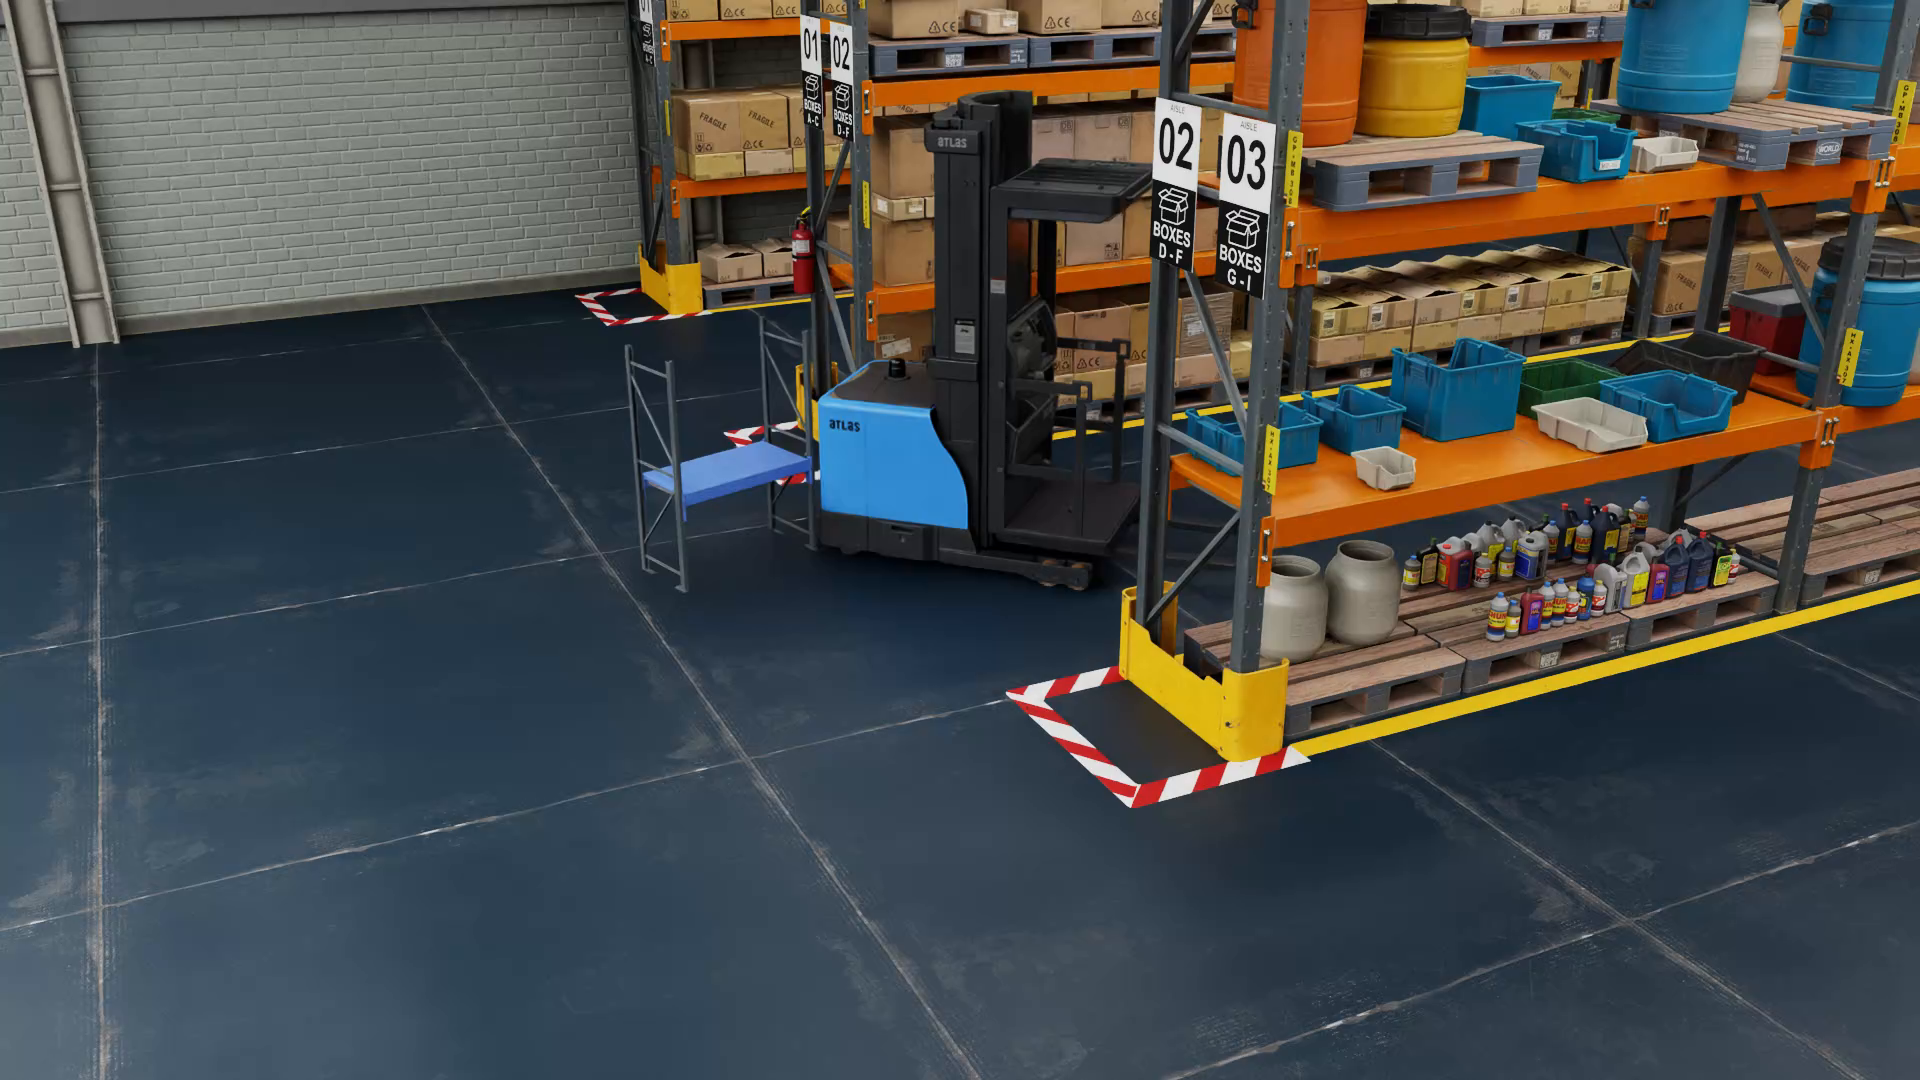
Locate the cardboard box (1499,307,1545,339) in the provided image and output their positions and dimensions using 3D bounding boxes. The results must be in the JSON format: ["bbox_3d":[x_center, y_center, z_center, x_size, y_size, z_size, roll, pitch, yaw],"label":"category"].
[{"bbox_3d":[5.018,-2.060,15.350,0.500,0.250,0.500,-10,24,-22],"label":"cardboard box"}]

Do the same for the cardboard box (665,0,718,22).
[{"bbox_3d":[-2.647,-5.267,15.973,0.500,0.500,0.500,-10,24,-22],"label":"cardboard box"}]

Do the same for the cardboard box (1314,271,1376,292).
[{"bbox_3d":[3.406,-2.250,15.077,0.500,0.311,0.500,-10,24,-22],"label":"cardboard box"}]

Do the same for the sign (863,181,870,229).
[{"bbox_3d":[-0.670,-2.394,11.876,0.005,0.325,0.100,-10,25,-24],"label":"sign"}]

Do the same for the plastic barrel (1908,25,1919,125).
[{"bbox_3d":[5.797,-2.991,9.976,0.600,0.901,0.600,0,22,0],"label":"plastic barrel"}]

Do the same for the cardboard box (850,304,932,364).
[{"bbox_3d":[-0.551,-1.611,13.286,0.500,0.500,0.500,-10,25,-24],"label":"cardboard box"}]

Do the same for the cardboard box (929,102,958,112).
[{"bbox_3d":[-0.192,-4.536,17.477,0.500,0.500,0.500,-11,25,-24],"label":"cardboard box"}]

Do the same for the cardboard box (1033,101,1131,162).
[{"bbox_3d":[0.945,-3.133,13.070,0.500,0.500,0.700,-10,25,-24],"label":"cardboard box"}]

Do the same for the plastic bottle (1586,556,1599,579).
[{"bbox_3d":[3.730,0.227,9.756,0.133,0.283,0.061,-10,25,-24],"label":"plastic bottle"}]

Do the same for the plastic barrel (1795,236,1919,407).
[{"bbox_3d":[5.324,-1.297,9.805,0.708,0.901,0.600,-10,25,-24],"label":"plastic barrel"}]

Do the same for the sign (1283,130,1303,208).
[{"bbox_3d":[1.474,-1.642,7.361,0.005,0.325,0.100,-10,25,-24],"label":"sign"}]

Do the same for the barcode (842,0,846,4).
[{"bbox_3d":[-0.842,-4.020,12.359,0.075,0.075,0.001,-10,25,-24],"label":"barcode"}]

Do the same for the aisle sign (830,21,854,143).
[{"bbox_3d":[-0.831,-3.234,11.743,0.004,0.787,0.394,-10,25,-24],"label":"aisle sign"}]

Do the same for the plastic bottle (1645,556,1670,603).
[{"bbox_3d":[4.087,0.226,9.759,0.133,0.283,0.061,-9,24,-20],"label":"plastic bottle"}]

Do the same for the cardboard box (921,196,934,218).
[{"bbox_3d":[-0.221,-2.531,12.464,0.250,0.149,0.380,-11,25,-25],"label":"cardboard box"}]

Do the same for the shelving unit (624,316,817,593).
[{"bbox_3d":[-1.508,-0.567,10.658,1.048,1.500,0.538,-19,29,-39],"label":"shelving unit"}]

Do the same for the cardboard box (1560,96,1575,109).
[{"bbox_3d":[7.574,-5.586,21.126,0.250,0.149,0.380,-10,25,-23],"label":"cardboard box"}]

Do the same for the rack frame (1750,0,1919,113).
[{"bbox_3d":[4.844,-3.877,8.851,0.127,3.000,1.000,-10,25,-24],"label":"rack frame"}]

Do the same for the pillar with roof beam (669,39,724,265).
[{"bbox_3d":[-0.934,-5.559,12.913,0.400,9.000,9.100,-10,25,-24],"label":"pillar with roof beam"}]

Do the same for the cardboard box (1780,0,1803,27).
[{"bbox_3d":[7.610,-5.164,15.750,0.500,0.500,0.910,-10,25,-24],"label":"cardboard box"}]

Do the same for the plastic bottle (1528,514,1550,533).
[{"bbox_3d":[3.600,-0.018,10.349,0.133,0.283,0.061,-9,24,-21],"label":"plastic bottle"}]

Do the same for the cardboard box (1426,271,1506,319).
[{"bbox_3d":[4.564,-2.234,15.038,0.500,0.311,0.500,-10,24,-22],"label":"cardboard box"}]

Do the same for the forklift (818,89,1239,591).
[{"bbox_3d":[0.644,-1.262,10.468,3.031,2.935,1.130,7,24,17],"label":"forklift"}]

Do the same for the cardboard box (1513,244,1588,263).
[{"bbox_3d":[5.704,-2.674,16.100,0.500,0.311,0.500,-10,24,-22],"label":"cardboard box"}]

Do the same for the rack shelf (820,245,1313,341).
[{"bbox_3d":[0.897,-2.149,13.460,4.000,0.370,1.077,-10,25,-24],"label":"rack shelf"}]

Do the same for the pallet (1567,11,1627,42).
[{"bbox_3d":[5.731,-4.632,14.843,1.003,0.211,1.213,-9,24,-21],"label":"pallet"}]

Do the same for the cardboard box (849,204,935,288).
[{"bbox_3d":[-0.479,-2.269,12.678,0.500,0.500,0.700,-10,25,-24],"label":"cardboard box"}]

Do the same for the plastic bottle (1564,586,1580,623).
[{"bbox_3d":[3.497,0.364,9.531,0.097,0.201,0.097,0,22,0],"label":"plastic bottle"}]

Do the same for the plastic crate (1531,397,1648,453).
[{"bbox_3d":[3.491,-0.627,9.188,0.437,0.136,0.530,-10,25,-24],"label":"plastic crate"}]

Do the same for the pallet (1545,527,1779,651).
[{"bbox_3d":[4.221,0.280,10.298,1.213,0.211,1.003,-10,25,-24],"label":"pallet"}]

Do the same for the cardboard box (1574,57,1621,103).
[{"bbox_3d":[8.252,-6.070,21.599,0.700,0.700,0.980,-10,25,-23],"label":"cardboard box"}]

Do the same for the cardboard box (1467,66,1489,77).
[{"bbox_3d":[6.090,-5.623,20.367,0.500,0.500,0.500,-10,24,-22],"label":"cardboard box"}]

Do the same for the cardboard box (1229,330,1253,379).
[{"bbox_3d":[2.376,-1.584,14.202,0.500,0.250,0.500,-10,25,-24],"label":"cardboard box"}]

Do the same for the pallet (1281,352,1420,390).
[{"bbox_3d":[3.346,-1.660,14.985,1.213,0.211,1.003,-10,25,-24],"label":"pallet"}]

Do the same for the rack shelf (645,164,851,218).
[{"bbox_3d":[-1.255,-3.856,17.583,4.000,0.370,1.077,-10,25,-24],"label":"rack shelf"}]

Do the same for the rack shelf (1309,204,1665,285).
[{"bbox_3d":[4.501,-2.812,15.063,4.000,0.370,1.077,-10,25,-24],"label":"rack shelf"}]

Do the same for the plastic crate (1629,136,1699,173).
[{"bbox_3d":[3.573,-1.964,8.496,0.396,0.136,0.243,-10,25,-24],"label":"plastic crate"}]

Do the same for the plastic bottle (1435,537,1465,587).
[{"bbox_3d":[2.943,0.125,10.012,0.135,0.276,0.152,-10,25,-23],"label":"plastic bottle"}]

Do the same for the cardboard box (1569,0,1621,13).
[{"bbox_3d":[5.454,-4.799,14.648,0.500,0.250,0.500,-10,24,-22],"label":"cardboard box"}]

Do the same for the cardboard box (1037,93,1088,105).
[{"bbox_3d":[1.021,-4.842,18.319,0.500,0.500,0.700,-10,25,-23],"label":"cardboard box"}]

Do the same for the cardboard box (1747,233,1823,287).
[{"bbox_3d":[8.229,-2.761,16.690,0.500,0.500,0.500,-11,25,-25],"label":"cardboard box"}]

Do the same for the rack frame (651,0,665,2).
[{"bbox_3d":[-3.057,-6.628,15.496,0.127,3.000,1.000,-10,25,-24],"label":"rack frame"}]

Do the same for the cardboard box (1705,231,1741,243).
[{"bbox_3d":[7.511,-2.847,16.898,0.500,0.500,0.500,-11,25,-26],"label":"cardboard box"}]

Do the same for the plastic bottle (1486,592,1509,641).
[{"bbox_3d":[3.009,0.422,9.301,0.097,0.271,0.097,0,22,0],"label":"plastic bottle"}]

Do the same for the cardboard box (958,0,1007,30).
[{"bbox_3d":[0.018,-4.007,12.550,0.500,0.250,0.500,-10,25,-24],"label":"cardboard box"}]

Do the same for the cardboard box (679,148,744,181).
[{"bbox_3d":[-2.479,-3.768,16.600,0.500,0.250,0.500,-11,25,-25],"label":"cardboard box"}]

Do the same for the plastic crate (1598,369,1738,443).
[{"bbox_3d":[3.965,-0.760,9.358,0.616,0.251,0.499,-10,25,-24],"label":"plastic crate"}]

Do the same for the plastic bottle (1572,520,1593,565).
[{"bbox_3d":[3.858,0.008,10.300,0.097,0.271,0.097,0,22,0],"label":"plastic bottle"}]

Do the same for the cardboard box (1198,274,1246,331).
[{"bbox_3d":[2.145,-2.114,14.501,0.500,0.500,0.500,-10,25,-24],"label":"cardboard box"}]

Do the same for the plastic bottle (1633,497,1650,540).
[{"bbox_3d":[4.367,-0.146,10.674,0.097,0.271,0.097,0,22,0],"label":"plastic bottle"}]

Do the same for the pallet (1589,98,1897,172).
[{"bbox_3d":[4.236,-2.251,9.091,1.003,0.211,1.213,-10,25,-24],"label":"pallet"}]

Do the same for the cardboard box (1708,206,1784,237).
[{"bbox_3d":[8.013,-3.289,16.987,0.500,0.250,0.500,-11,25,-25],"label":"cardboard box"}]

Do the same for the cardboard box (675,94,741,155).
[{"bbox_3d":[-2.496,-4.118,16.466,0.500,0.500,0.500,-10,25,-24],"label":"cardboard box"}]

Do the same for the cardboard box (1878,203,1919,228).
[{"bbox_3d":[10.298,-3.381,18.188,0.500,0.500,0.500,-10,25,-24],"label":"cardboard box"}]
